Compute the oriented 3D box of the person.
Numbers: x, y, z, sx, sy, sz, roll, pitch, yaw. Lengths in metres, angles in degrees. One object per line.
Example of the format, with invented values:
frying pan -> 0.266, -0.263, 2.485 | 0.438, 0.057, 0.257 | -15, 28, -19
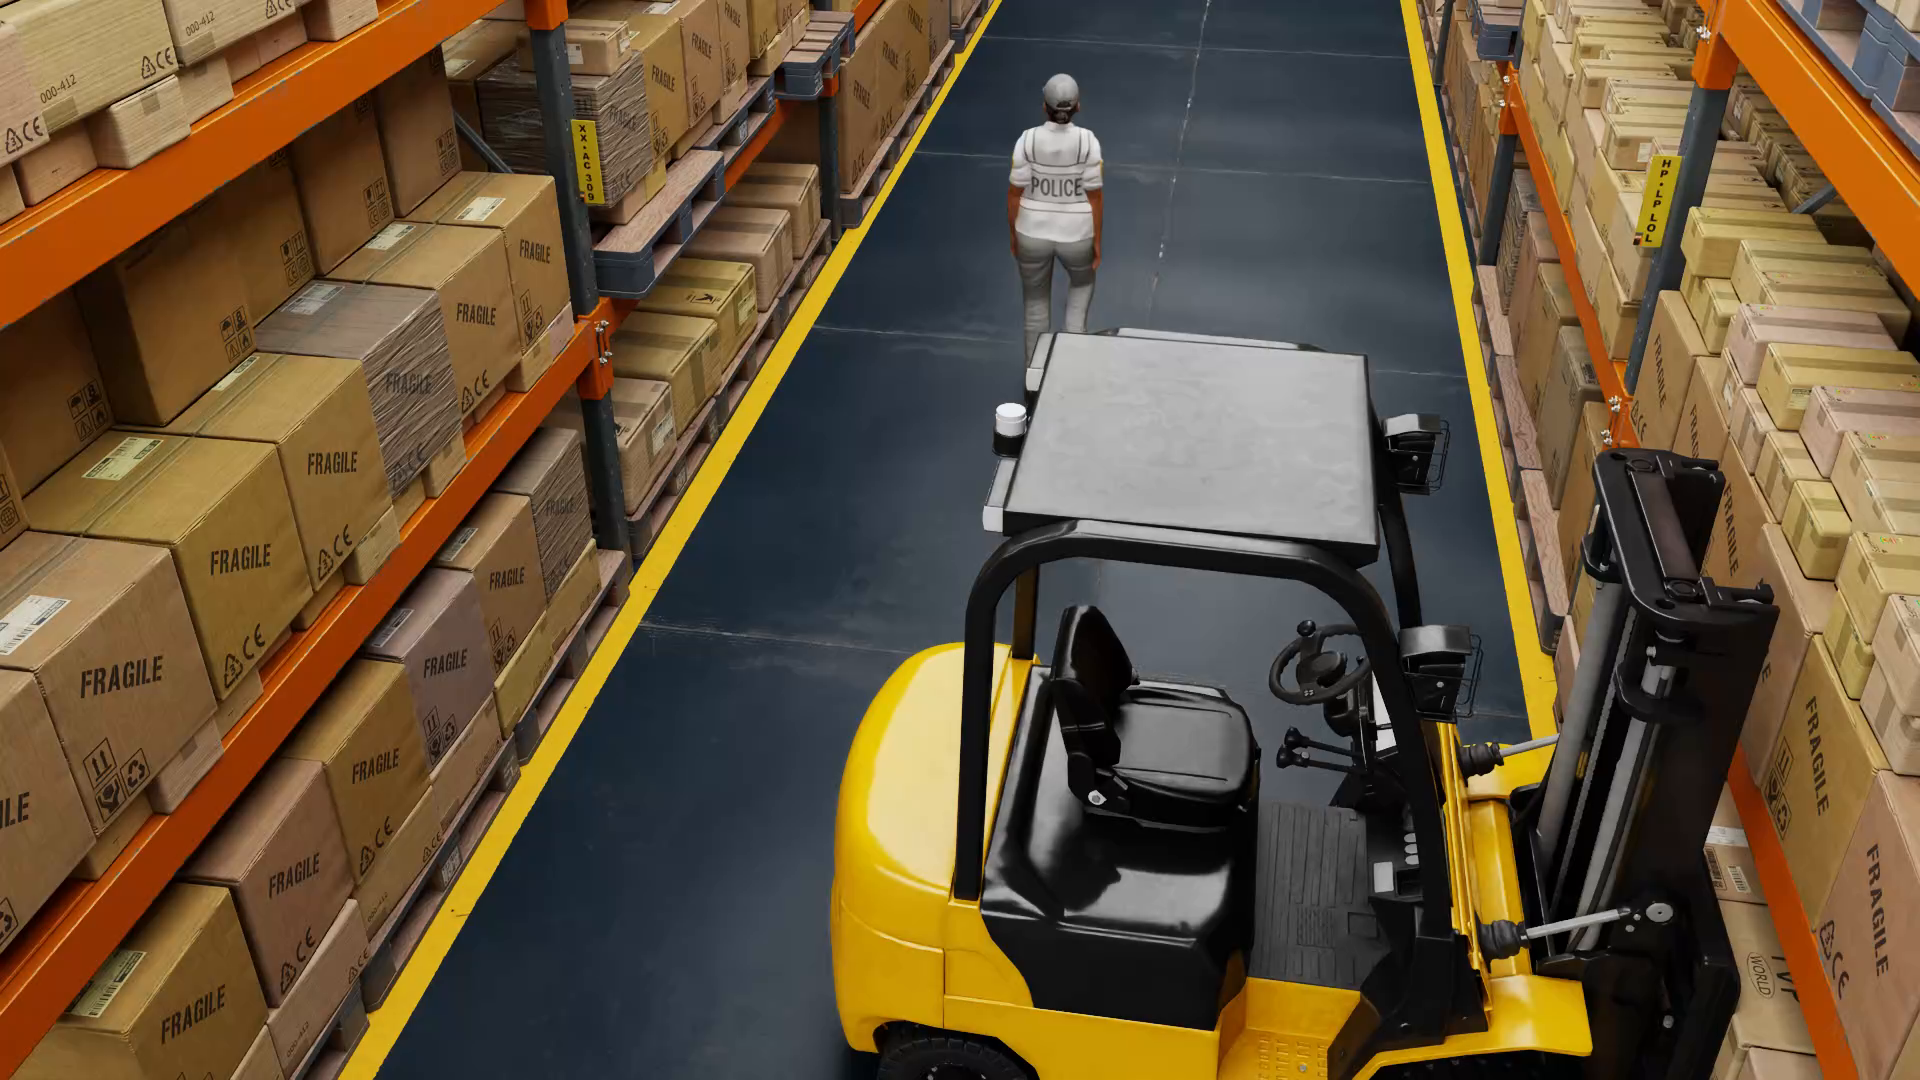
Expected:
person -> 0.484, -1.617, 8.541 | 0.485, 1.582, 0.468 | 1, 33, 2
